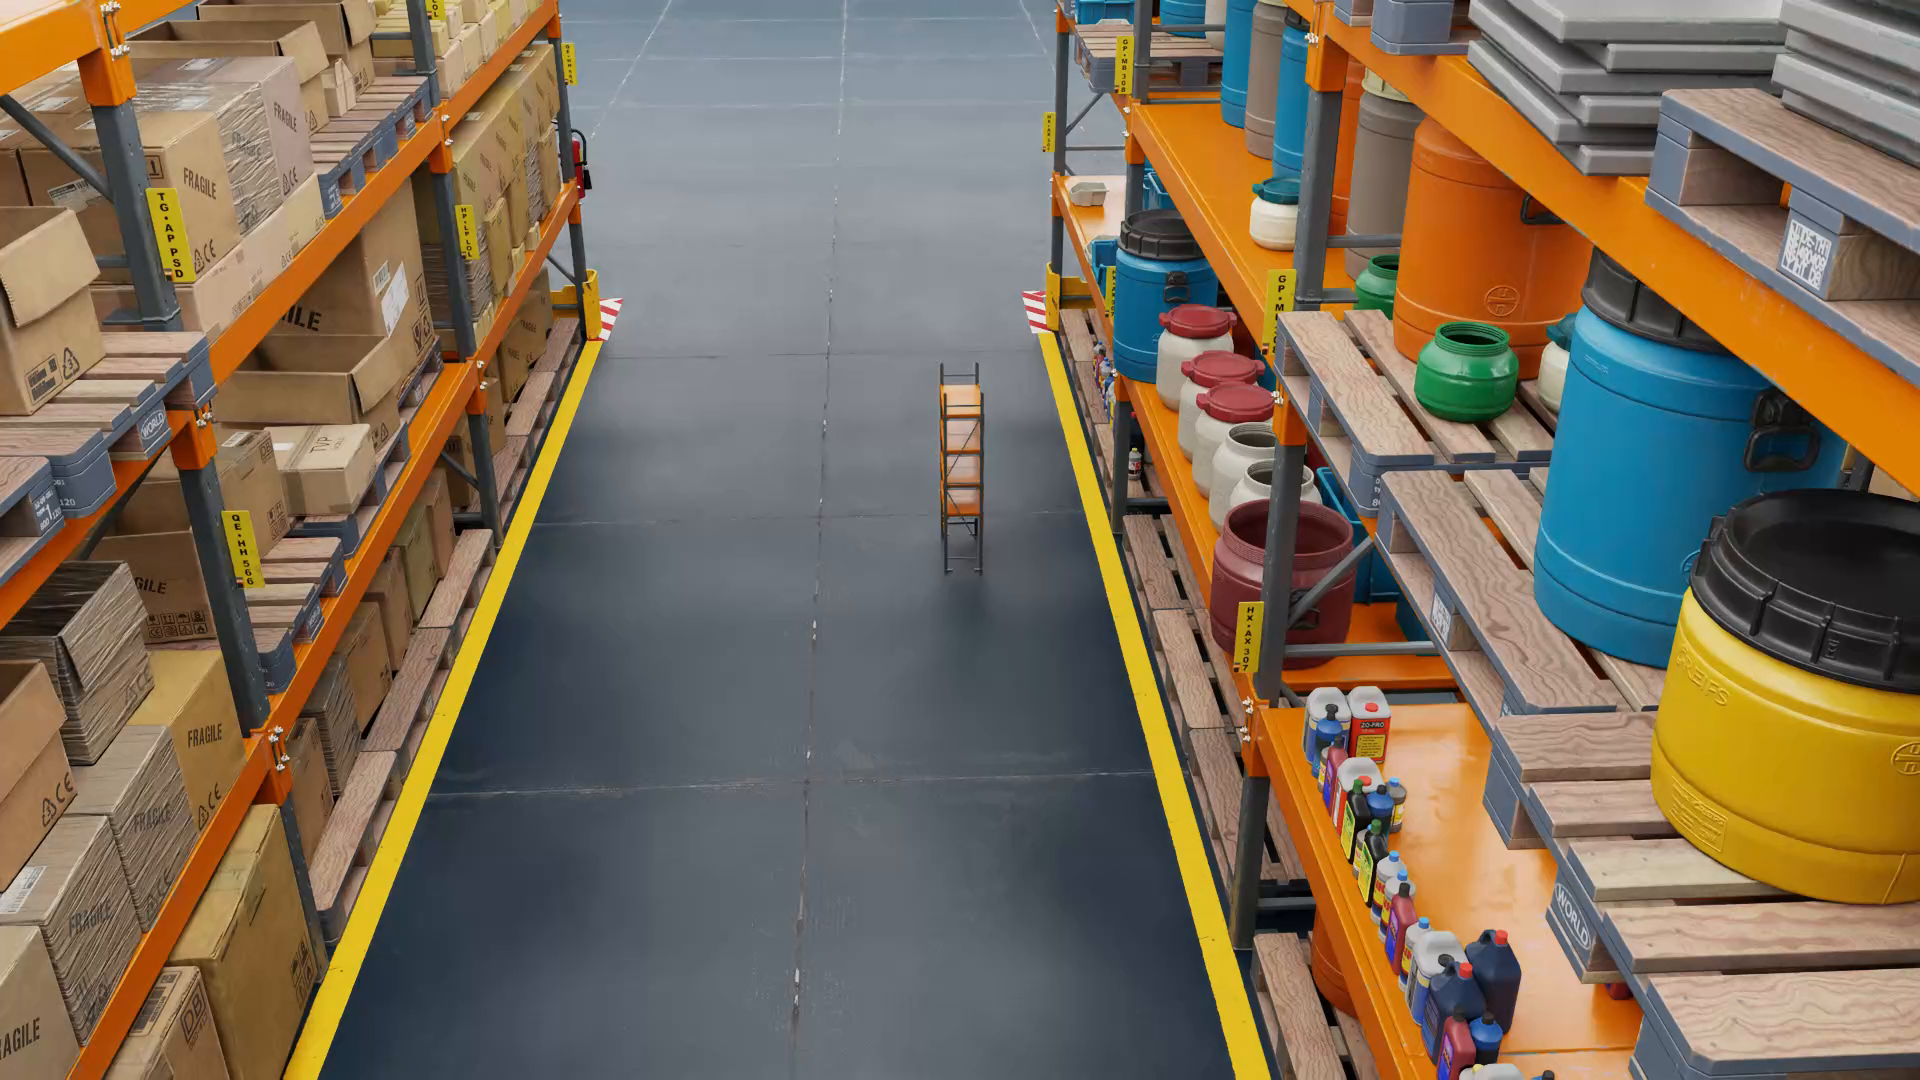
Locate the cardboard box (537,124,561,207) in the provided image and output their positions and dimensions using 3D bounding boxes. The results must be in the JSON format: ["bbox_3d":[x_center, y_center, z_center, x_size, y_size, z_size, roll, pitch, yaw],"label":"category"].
[{"bbox_3d":[-3.515,-2.822,12.550,0.875,0.500,0.500,-1,28,-3],"label":"cardboard box"}]

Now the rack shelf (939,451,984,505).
[{"bbox_3d":[0.009,-0.396,10.419,0.258,0.148,0.480,-1,28,-3],"label":"rack shelf"}]

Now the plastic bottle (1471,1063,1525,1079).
[{"bbox_3d":[1.502,1.603,4.628,0.152,0.276,0.135,-1,28,-3],"label":"plastic bottle"}]

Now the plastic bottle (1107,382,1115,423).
[{"bbox_3d":[1.139,-0.992,11.940,0.152,0.276,0.135,-1,28,-2],"label":"plastic bottle"}]

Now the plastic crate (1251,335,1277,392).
[{"bbox_3d":[1.861,-0.892,9.296,0.392,0.384,0.575,-1,28,-3],"label":"plastic crate"}]

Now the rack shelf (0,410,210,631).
[{"bbox_3d":[-3.141,0.478,4.186,1.077,0.370,4.000,-1,28,-3],"label":"rack shelf"}]

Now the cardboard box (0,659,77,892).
[{"bbox_3d":[-3.192,0.716,5.003,0.797,0.503,0.637,-1,28,-1],"label":"cardboard box"}]

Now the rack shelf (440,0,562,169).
[{"bbox_3d":[-3.558,-3.216,11.269,1.077,0.370,4.000,-1,28,-3],"label":"rack shelf"}]

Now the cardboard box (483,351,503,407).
[{"bbox_3d":[-3.583,-1.094,11.915,0.500,0.500,0.500,-4,28,-7],"label":"cardboard box"}]

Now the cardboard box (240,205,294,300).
[{"bbox_3d":[-3.042,-1.158,6.707,0.500,0.250,0.500,-1,28,-1],"label":"cardboard box"}]

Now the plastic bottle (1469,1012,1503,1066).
[{"bbox_3d":[1.523,1.489,4.852,0.097,0.271,0.097,0,28,0],"label":"plastic bottle"}]

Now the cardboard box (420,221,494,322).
[{"bbox_3d":[-3.416,-1.667,10.335,0.875,0.500,0.500,-1,28,-3],"label":"cardboard box"}]

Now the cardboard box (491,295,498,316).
[{"bbox_3d":[-3.205,-1.507,10.730,0.380,0.149,0.250,-1,28,-3],"label":"cardboard box"}]

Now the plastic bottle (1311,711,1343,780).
[{"bbox_3d":[1.380,0.765,6.241,0.097,0.271,0.097,0,28,0],"label":"plastic bottle"}]

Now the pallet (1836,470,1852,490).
[{"bbox_3d":[6.439,-0.651,11.832,1.003,0.211,1.213,-1,28,-3],"label":"pallet"}]

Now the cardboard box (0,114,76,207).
[{"bbox_3d":[-3.520,-1.245,6.062,0.500,0.500,0.500,-1,28,-1],"label":"cardboard box"}]

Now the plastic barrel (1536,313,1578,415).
[{"bbox_3d":[1.904,-0.517,5.012,0.301,0.262,0.301,0,28,0],"label":"plastic barrel"}]

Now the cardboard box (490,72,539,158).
[{"bbox_3d":[-3.332,-3.038,11.883,0.500,0.500,0.500,-1,28,-3],"label":"cardboard box"}]

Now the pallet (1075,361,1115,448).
[{"bbox_3d":[1.432,-1.041,12.579,1.003,0.211,1.213,-1,28,-3],"label":"pallet"}]

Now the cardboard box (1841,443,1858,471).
[{"bbox_3d":[6.197,-0.695,11.420,0.500,0.250,0.500,-1,28,-3],"label":"cardboard box"}]

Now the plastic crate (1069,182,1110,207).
[{"bbox_3d":[1.009,-2.710,13.050,0.298,0.136,0.250,-1,28,-3],"label":"plastic crate"}]

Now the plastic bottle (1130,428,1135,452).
[{"bbox_3d":[1.138,-0.606,11.192,0.061,0.283,0.133,0,28,0],"label":"plastic bottle"}]

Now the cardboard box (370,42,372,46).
[{"bbox_3d":[-3.738,-2.749,9.758,0.500,0.250,0.500,0,28,-1],"label":"cardboard box"}]

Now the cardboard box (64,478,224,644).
[{"bbox_3d":[-3.313,0.087,6.840,0.500,0.500,0.500,-5,28,-9],"label":"cardboard box"}]

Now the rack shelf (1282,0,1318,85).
[{"bbox_3d":[1.597,-2.641,7.355,1.077,0.370,4.000,-1,28,-3],"label":"rack shelf"}]

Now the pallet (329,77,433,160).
[{"bbox_3d":[-3.528,-2.240,8.824,1.213,0.211,1.003,-1,28,-3],"label":"pallet"}]

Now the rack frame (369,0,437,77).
[{"bbox_3d":[-3.454,-3.941,8.638,1.000,3.000,0.127,-1,28,-3],"label":"rack frame"}]

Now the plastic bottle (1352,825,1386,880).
[{"bbox_3d":[1.411,1.071,5.729,0.097,0.201,0.097,0,28,0],"label":"plastic bottle"}]

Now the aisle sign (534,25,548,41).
[{"bbox_3d":[-3.366,-4.317,13.035,0.394,0.787,0.004,-1,28,-3],"label":"aisle sign"}]

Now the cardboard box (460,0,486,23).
[{"bbox_3d":[-3.221,-3.364,10.505,0.380,0.149,0.250,-2,28,-4],"label":"cardboard box"}]

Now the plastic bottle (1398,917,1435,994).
[{"bbox_3d":[1.440,1.298,5.218,0.097,0.271,0.097,0,28,0],"label":"plastic bottle"}]

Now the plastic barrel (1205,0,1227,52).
[{"bbox_3d":[1.666,-3.170,9.829,0.421,0.512,0.421,0,28,0],"label":"plastic barrel"}]

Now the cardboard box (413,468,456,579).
[{"bbox_3d":[-3.443,-0.084,9.957,0.700,0.500,0.500,-3,28,-7],"label":"cardboard box"}]

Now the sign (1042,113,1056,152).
[{"bbox_3d":[0.734,-3.360,13.711,0.100,0.325,0.005,-1,28,-3],"label":"sign"}]

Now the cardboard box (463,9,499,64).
[{"bbox_3d":[-3.270,-3.233,10.685,0.500,0.250,0.500,-2,28,-5],"label":"cardboard box"}]

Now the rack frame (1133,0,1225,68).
[{"bbox_3d":[1.492,-4.061,8.867,1.000,3.000,0.127,-1,28,-3],"label":"rack frame"}]

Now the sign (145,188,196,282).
[{"bbox_3d":[-2.690,-1.038,5.671,0.100,0.325,0.005,-1,28,-3],"label":"sign"}]

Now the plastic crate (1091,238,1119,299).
[{"bbox_3d":[1.163,-1.840,11.257,0.499,0.251,0.616,-1,28,-3],"label":"plastic crate"}]

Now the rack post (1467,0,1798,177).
[{"bbox_3d":[1.677,-1.077,3.686,0.937,0.300,0.954,1,28,3],"label":"rack post"}]

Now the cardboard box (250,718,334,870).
[{"bbox_3d":[-3.300,1.170,7.552,0.700,0.500,0.500,-3,28,-5],"label":"cardboard box"}]

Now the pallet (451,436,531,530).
[{"bbox_3d":[-3.524,-0.354,11.263,1.003,0.211,1.213,-1,28,-3],"label":"pallet"}]

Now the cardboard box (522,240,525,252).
[{"bbox_3d":[-3.315,-2.083,11.835,0.380,0.149,0.250,-1,28,-3],"label":"cardboard box"}]

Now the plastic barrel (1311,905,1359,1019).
[{"bbox_3d":[1.744,1.448,6.685,0.600,0.830,0.708,-1,28,-3],"label":"plastic barrel"}]

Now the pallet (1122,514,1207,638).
[{"bbox_3d":[1.572,0.197,10.206,1.003,0.211,1.213,-1,28,-3],"label":"pallet"}]

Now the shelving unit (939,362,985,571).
[{"bbox_3d":[0.009,-0.456,10.388,0.258,1.200,0.503,-1,28,-3],"label":"shelving unit"}]

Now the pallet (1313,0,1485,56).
[{"bbox_3d":[1.708,-1.619,4.822,1.213,0.211,1.003,-1,28,-3],"label":"pallet"}]

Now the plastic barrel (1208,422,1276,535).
[{"bbox_3d":[1.412,-0.268,7.961,0.421,0.512,0.421,0,28,0],"label":"plastic barrel"}]

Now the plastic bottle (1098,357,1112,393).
[{"bbox_3d":[1.085,-1.231,12.403,0.097,0.271,0.097,0,28,0],"label":"plastic bottle"}]

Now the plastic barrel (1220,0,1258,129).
[{"bbox_3d":[1.736,-2.724,9.005,0.600,0.901,0.708,-1,28,-3],"label":"plastic barrel"}]

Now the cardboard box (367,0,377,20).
[{"bbox_3d":[-3.822,-3.231,10.251,0.380,0.149,0.250,-2,28,-4],"label":"cardboard box"}]
